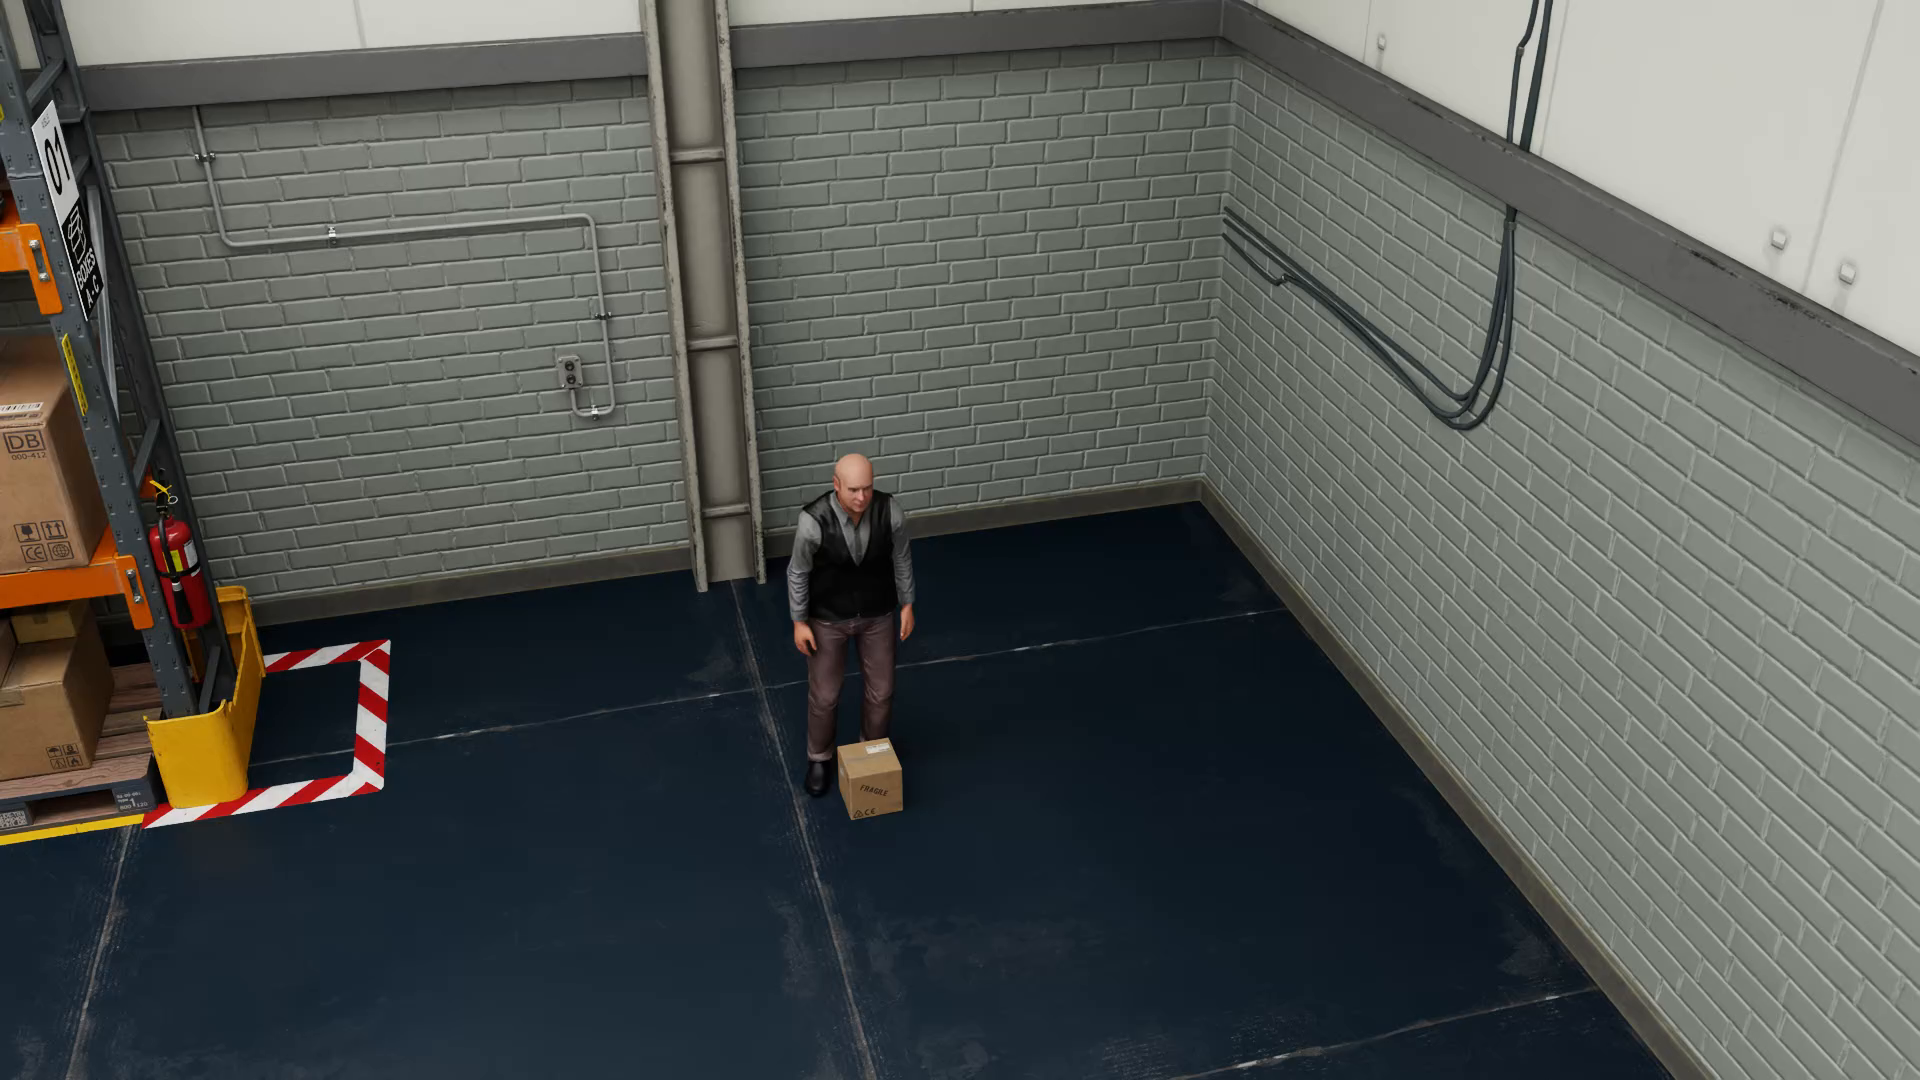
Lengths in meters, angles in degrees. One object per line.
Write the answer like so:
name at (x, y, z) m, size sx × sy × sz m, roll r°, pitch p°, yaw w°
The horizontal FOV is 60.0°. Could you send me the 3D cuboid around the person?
person at (-0.489, 0.360, 7.643) m, size 0.589 × 1.721 × 0.464 m, roll -9°, pitch 31°, yaw -15°
